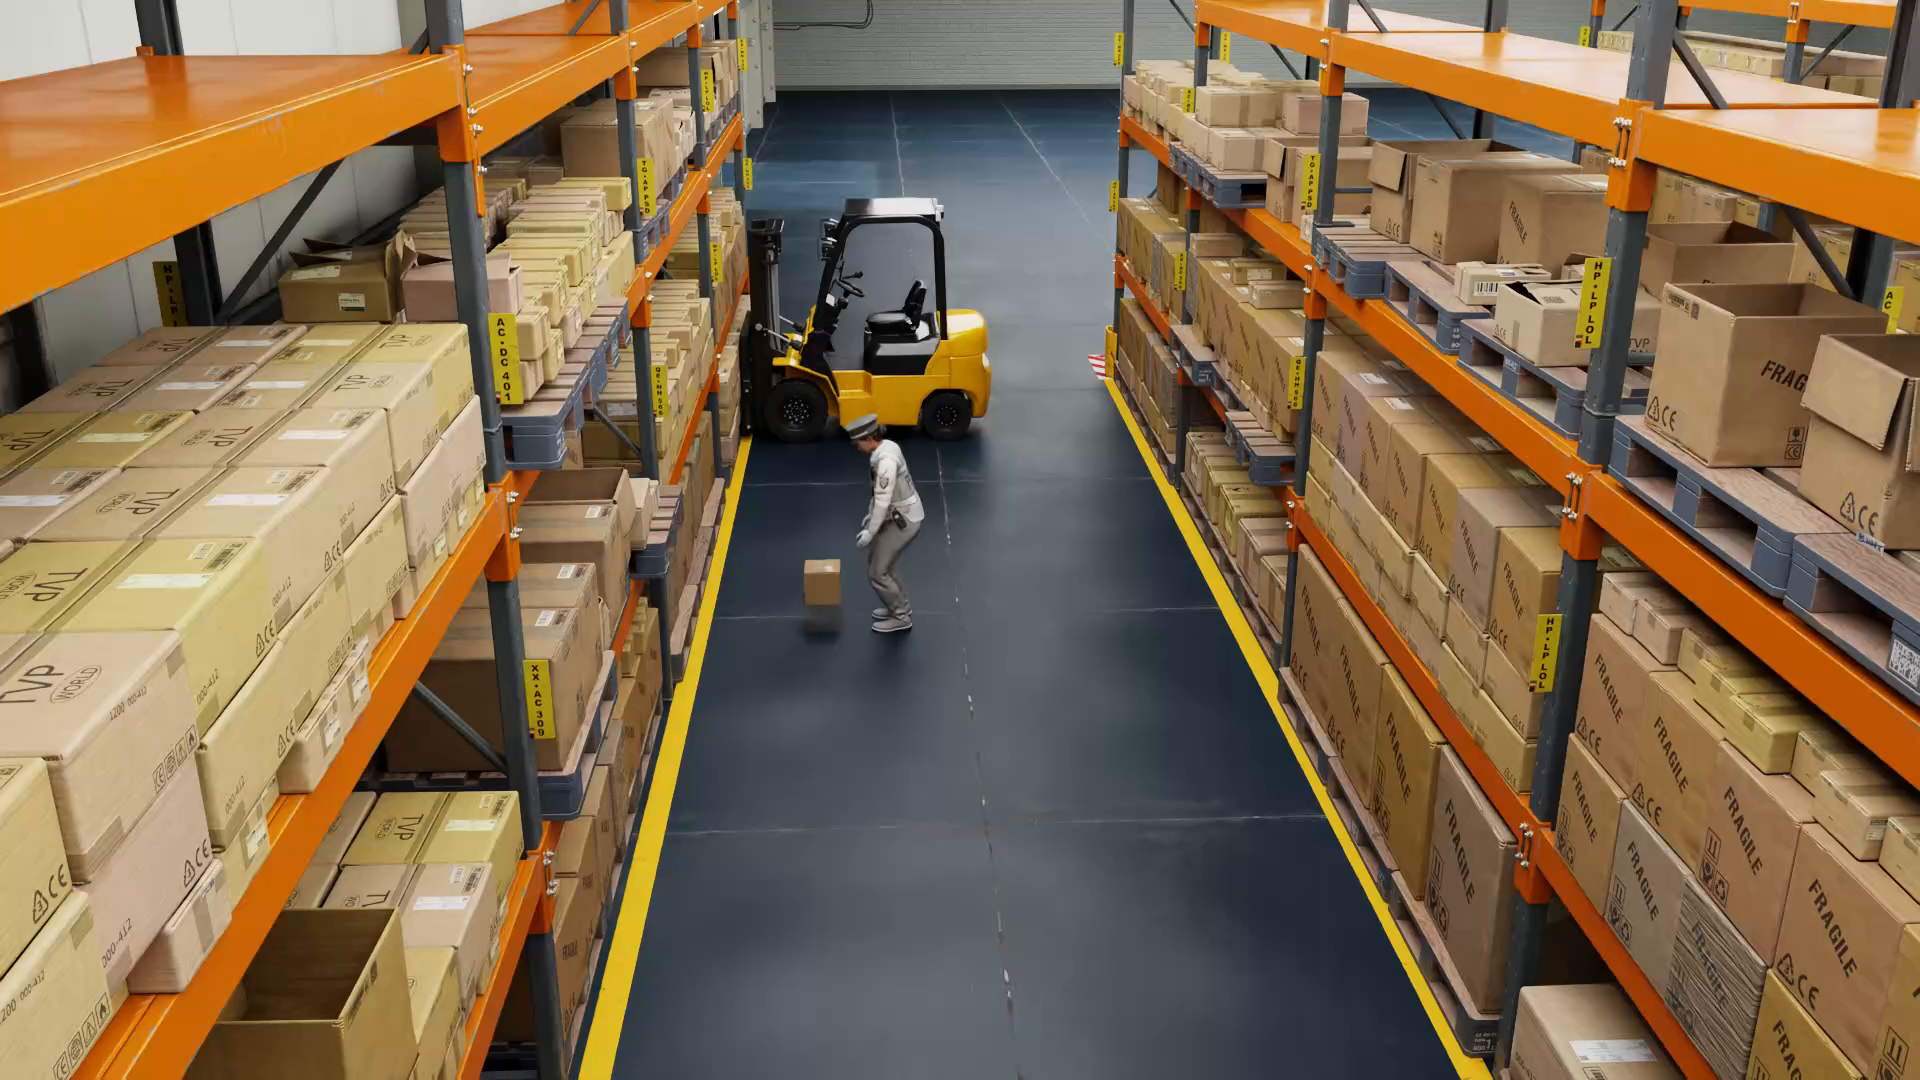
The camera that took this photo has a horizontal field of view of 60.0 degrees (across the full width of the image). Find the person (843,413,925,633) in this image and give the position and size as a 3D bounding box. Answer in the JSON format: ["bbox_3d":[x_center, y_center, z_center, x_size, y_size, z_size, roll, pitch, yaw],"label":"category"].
[{"bbox_3d":[-0.521,-0.120,11.566,0.548,1.559,0.520,-1,21,-2],"label":"person"}]
